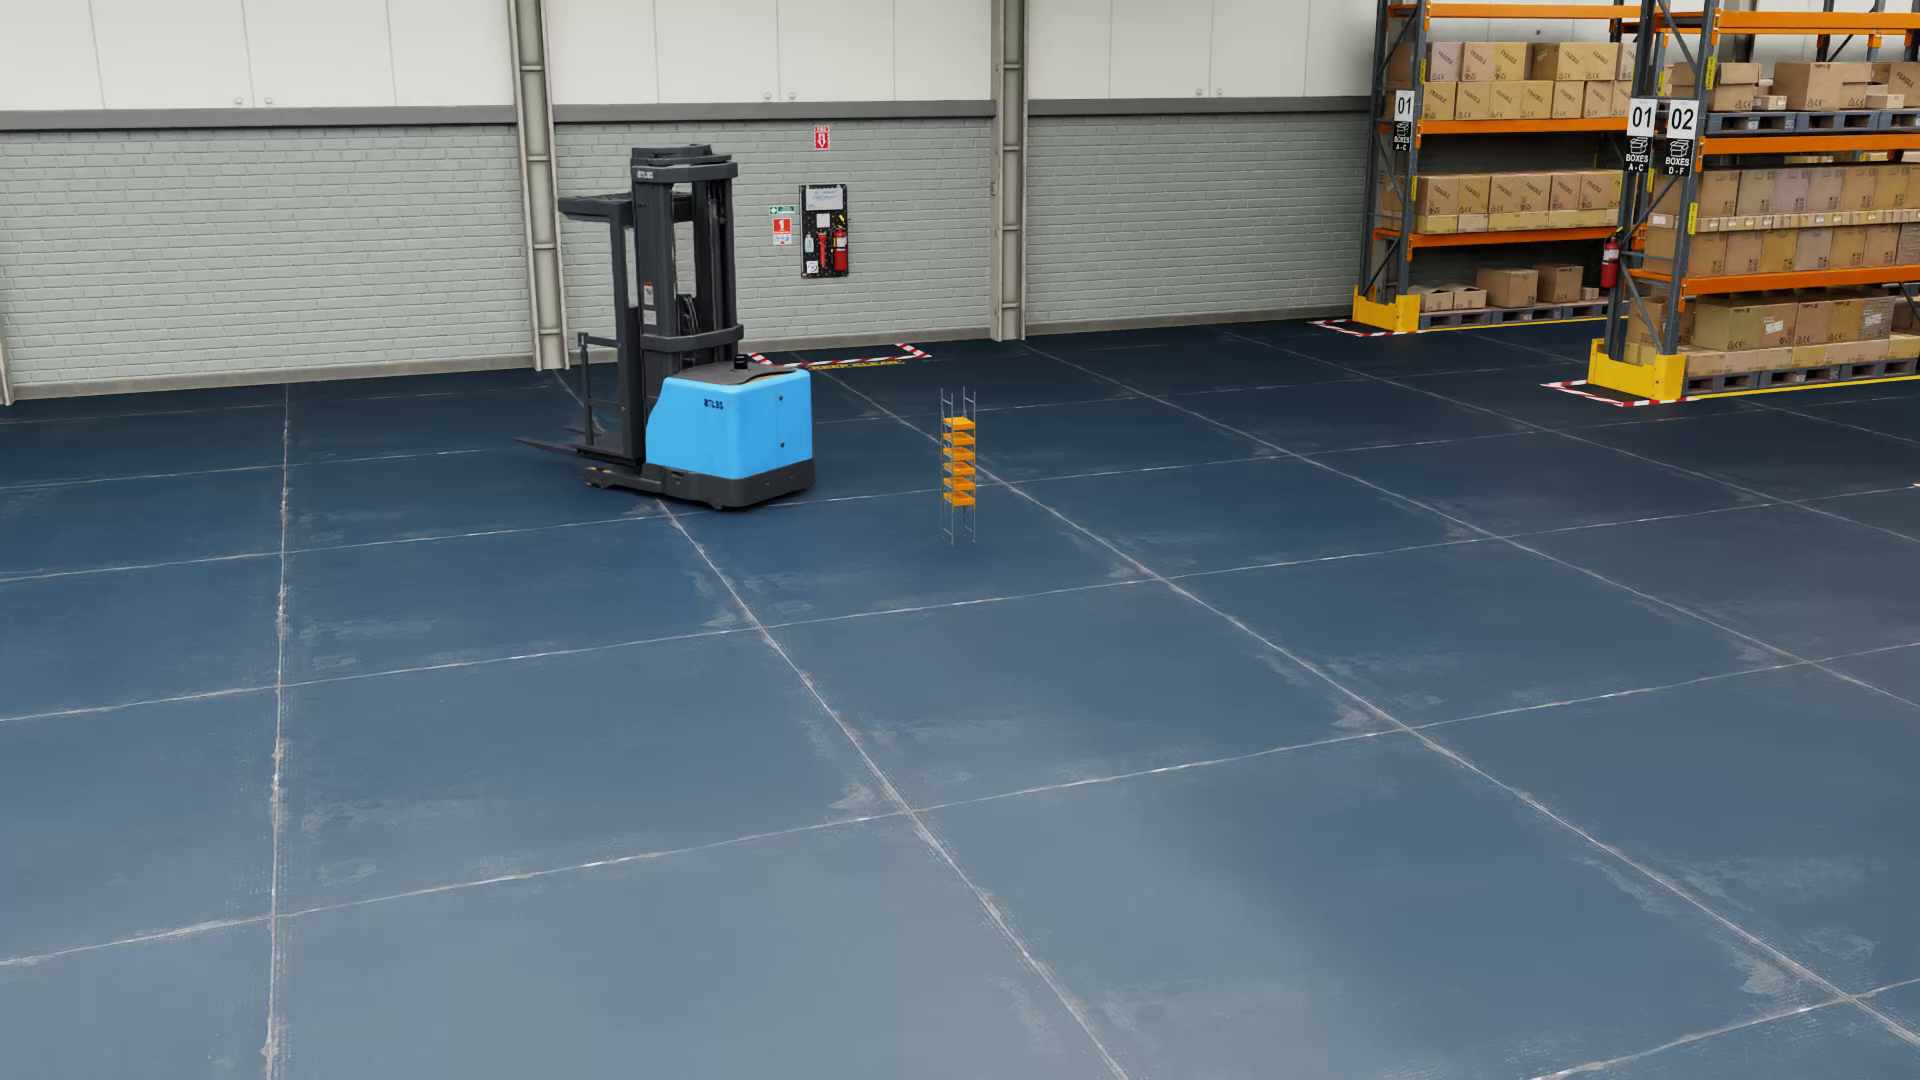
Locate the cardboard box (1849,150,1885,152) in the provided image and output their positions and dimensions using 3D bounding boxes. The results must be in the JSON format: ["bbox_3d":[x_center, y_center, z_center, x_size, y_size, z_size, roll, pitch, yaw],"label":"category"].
[{"bbox_3d":[14.178,-5.978,26.060,0.500,0.250,0.500,-7,18,-22],"label":"cardboard box"}]

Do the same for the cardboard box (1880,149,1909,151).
[{"bbox_3d":[14.658,-6.029,26.233,0.500,0.250,0.500,-7,18,-21],"label":"cardboard box"}]

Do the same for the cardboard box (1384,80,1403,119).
[{"bbox_3d":[6.191,-6.052,22.846,0.500,0.500,0.500,-5,17,-16],"label":"cardboard box"}]

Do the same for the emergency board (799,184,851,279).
[{"bbox_3d":[-1.688,-3.900,21.056,0.643,1.169,0.194,-6,17,-20],"label":"emergency board"}]

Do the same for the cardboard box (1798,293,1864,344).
[{"bbox_3d":[10.112,-2.585,19.383,0.500,0.500,0.500,-6,17,-20],"label":"cardboard box"}]

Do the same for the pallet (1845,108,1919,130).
[{"bbox_3d":[10.616,-4.850,19.125,1.213,0.211,1.003,-6,17,-20],"label":"pallet"}]

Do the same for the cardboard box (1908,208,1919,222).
[{"bbox_3d":[10.995,-3.798,19.378,0.250,0.149,0.380,-7,18,-21],"label":"cardboard box"}]

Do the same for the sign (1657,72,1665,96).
[{"bbox_3d":[9.829,-6.395,23.310,0.005,0.325,0.100,-6,17,-20],"label":"sign"}]

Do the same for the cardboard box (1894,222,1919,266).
[{"bbox_3d":[10.991,-3.548,19.679,0.500,0.500,0.700,-7,18,-22],"label":"cardboard box"}]

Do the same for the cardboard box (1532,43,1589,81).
[{"bbox_3d":[8.265,-6.591,22.907,0.500,0.500,0.500,-7,18,-22],"label":"cardboard box"}]

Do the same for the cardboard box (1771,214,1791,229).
[{"bbox_3d":[9.075,-3.590,18.670,0.250,0.149,0.380,-7,18,-22],"label":"cardboard box"}]

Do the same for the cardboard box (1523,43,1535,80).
[{"bbox_3d":[7.648,-6.685,23.230,0.500,0.500,0.500,-6,17,-20],"label":"cardboard box"}]

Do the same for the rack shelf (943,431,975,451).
[{"bbox_3d":[-0.014,-0.762,12.869,0.180,0.103,0.258,-6,17,-20],"label":"rack shelf"}]

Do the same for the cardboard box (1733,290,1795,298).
[{"bbox_3d":[9.459,-2.672,19.679,0.500,0.500,0.500,-6,17,-20],"label":"cardboard box"}]

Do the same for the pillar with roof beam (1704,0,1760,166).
[{"bbox_3d":[13.380,-7.095,21.288,0.400,9.000,9.100,-6,17,-20],"label":"pillar with roof beam"}]

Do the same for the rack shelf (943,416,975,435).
[{"bbox_3d":[-0.014,-0.877,12.835,0.180,0.103,0.258,-6,17,-20],"label":"rack shelf"}]

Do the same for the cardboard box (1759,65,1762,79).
[{"bbox_3d":[11.318,-6.697,24.332,0.500,0.500,0.500,-7,18,-22],"label":"cardboard box"}]

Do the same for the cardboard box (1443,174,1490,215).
[{"bbox_3d":[6.911,-4.760,22.883,0.500,0.500,0.500,-6,17,-20],"label":"cardboard box"}]

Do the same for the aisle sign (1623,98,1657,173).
[{"bbox_3d":[7.502,-4.461,18.353,0.004,0.787,0.394,-6,17,-20],"label":"aisle sign"}]

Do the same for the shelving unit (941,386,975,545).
[{"bbox_3d":[-0.014,-0.574,12.924,0.189,1.200,0.258,-6,17,-20],"label":"shelving unit"}]

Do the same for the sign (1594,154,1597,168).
[{"bbox_3d":[9.426,-5.551,24.621,0.005,0.325,0.100,-6,17,-20],"label":"sign"}]

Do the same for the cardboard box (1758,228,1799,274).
[{"bbox_3d":[9.063,-3.338,18.963,0.500,0.500,0.700,-6,17,-20],"label":"cardboard box"}]

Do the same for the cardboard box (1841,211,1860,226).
[{"bbox_3d":[10.040,-3.694,19.026,0.250,0.149,0.380,-6,17,-18],"label":"cardboard box"}]

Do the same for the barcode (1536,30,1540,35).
[{"bbox_3d":[8.176,-7.173,23.506,0.075,0.075,0.001,-6,17,-20],"label":"barcode"}]

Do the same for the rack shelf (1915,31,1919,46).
[{"bbox_3d":[13.271,-6.090,19.851,4.000,0.370,1.077,-6,17,-20],"label":"rack shelf"}]

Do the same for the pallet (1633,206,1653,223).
[{"bbox_3d":[10.393,-4.796,24.448,1.213,0.211,1.003,-6,17,-20],"label":"pallet"}]

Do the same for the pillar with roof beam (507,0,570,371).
[{"bbox_3d":[-3.429,-5.280,15.108,0.400,9.000,9.100,-6,17,-20],"label":"pillar with roof beam"}]

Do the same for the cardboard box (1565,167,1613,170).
[{"bbox_3d":[9.114,-5.154,24.227,0.500,0.500,0.500,-7,18,-21],"label":"cardboard box"}]

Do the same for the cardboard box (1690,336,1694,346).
[{"bbox_3d":[8.526,-2.211,19.438,0.500,0.250,0.500,-6,17,-20],"label":"cardboard box"}]

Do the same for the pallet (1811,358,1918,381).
[{"bbox_3d":[10.646,-2.139,20.009,1.213,0.211,1.003,-6,17,-20],"label":"pallet"}]

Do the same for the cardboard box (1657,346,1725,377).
[{"bbox_3d":[8.249,-2.021,18.791,0.500,0.250,0.500,-6,17,-20],"label":"cardboard box"}]

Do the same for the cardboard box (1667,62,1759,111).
[{"bbox_3d":[8.206,-4.957,18.156,0.637,0.503,0.797,-5,17,-16],"label":"cardboard box"}]

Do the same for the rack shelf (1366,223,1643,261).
[{"bbox_3d":[7.760,-4.303,23.703,4.000,0.370,1.077,-6,17,-20],"label":"rack shelf"}]

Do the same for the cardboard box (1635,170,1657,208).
[{"bbox_3d":[10.115,-5.151,24.357,0.500,0.500,0.700,-6,17,-20],"label":"cardboard box"}]

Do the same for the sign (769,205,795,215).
[{"bbox_3d":[-2.233,-4.141,20.873,0.331,0.109,0.001,-6,17,-20],"label":"sign"}]

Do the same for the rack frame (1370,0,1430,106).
[{"bbox_3d":[5.892,-7.325,22.070,0.127,3.000,1.000,-6,17,-20],"label":"rack frame"}]

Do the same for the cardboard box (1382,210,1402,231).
[{"bbox_3d":[6.259,-4.482,23.268,0.500,0.250,0.500,-6,17,-19],"label":"cardboard box"}]

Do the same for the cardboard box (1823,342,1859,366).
[{"bbox_3d":[10.117,-2.222,19.477,0.500,0.250,0.500,-6,17,-20],"label":"cardboard box"}]

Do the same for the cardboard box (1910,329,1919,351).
[{"bbox_3d":[11.869,-2.404,20.096,0.500,0.250,0.500,-7,18,-21],"label":"cardboard box"}]

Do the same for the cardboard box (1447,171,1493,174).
[{"bbox_3d":[7.211,-4.948,23.526,0.500,0.500,0.500,-7,18,-22],"label":"cardboard box"}]

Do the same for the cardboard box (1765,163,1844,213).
[{"bbox_3d":[9.586,-4.019,18.980,0.500,0.500,0.700,-6,17,-20],"label":"cardboard box"}]

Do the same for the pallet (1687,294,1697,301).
[{"bbox_3d":[11.495,-3.714,25.373,1.213,0.211,1.003,-6,17,-20],"label":"pallet"}]

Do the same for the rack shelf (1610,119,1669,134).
[{"bbox_3d":[11.495,-6.145,24.654,4.000,0.370,1.077,-6,17,-20],"label":"rack shelf"}]

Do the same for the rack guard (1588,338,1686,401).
[{"bbox_3d":[7.646,-1.941,18.822,0.348,0.500,1.175,-6,17,-20],"label":"rack guard"}]

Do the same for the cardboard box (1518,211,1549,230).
[{"bbox_3d":[7.892,-4.506,23.349,0.500,0.250,0.500,-6,17,-20],"label":"cardboard box"}]

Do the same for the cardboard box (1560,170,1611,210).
[{"bbox_3d":[8.833,-4.966,23.585,0.500,0.500,0.500,-6,17,-20],"label":"cardboard box"}]

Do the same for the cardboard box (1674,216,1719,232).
[{"bbox_3d":[8.112,-3.485,18.315,0.250,0.149,0.380,-6,18,-20],"label":"cardboard box"}]

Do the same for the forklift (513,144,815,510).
[{"bbox_3d":[-2.757,-1.966,14.590,3.031,2.935,1.130,12,20,34],"label":"forklift"}]

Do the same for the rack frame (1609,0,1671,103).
[{"bbox_3d":[9.627,-7.728,23.443,0.127,3.000,1.000,-6,17,-20],"label":"rack frame"}]

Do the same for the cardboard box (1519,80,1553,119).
[{"bbox_3d":[7.784,-6.069,22.904,0.500,0.500,0.500,-5,17,-17],"label":"cardboard box"}]

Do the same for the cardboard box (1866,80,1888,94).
[{"bbox_3d":[10.335,-5.176,19.241,0.500,0.311,0.500,-7,18,-23],"label":"cardboard box"}]
